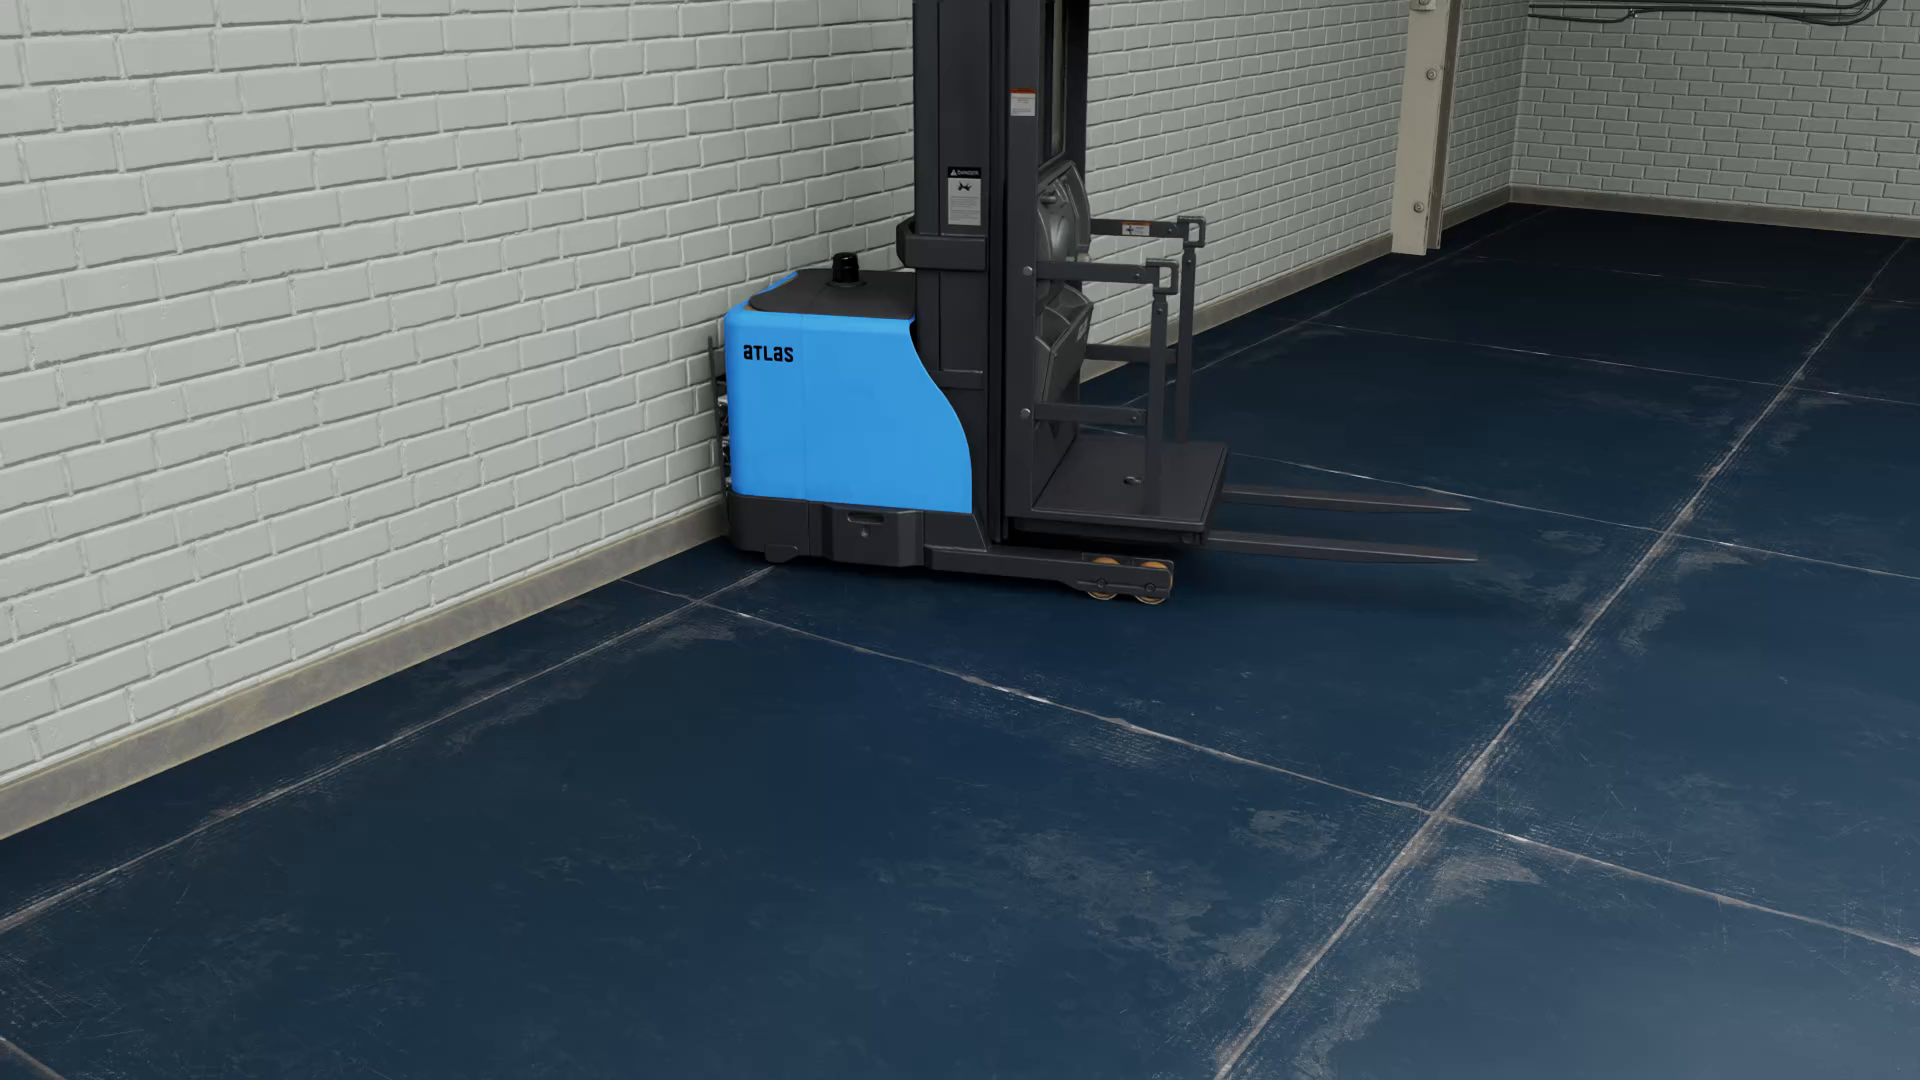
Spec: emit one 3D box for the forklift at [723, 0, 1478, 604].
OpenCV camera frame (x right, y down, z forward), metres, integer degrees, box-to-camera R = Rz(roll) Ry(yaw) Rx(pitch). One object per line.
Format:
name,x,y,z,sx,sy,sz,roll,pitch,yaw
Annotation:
forklift,0.606,-1.324,6.618,3.031,2.935,1.130,5,21,13

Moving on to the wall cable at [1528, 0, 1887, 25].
wall cable,6.503,-5.752,14.319,3.097,2.526,0.112,13,24,32

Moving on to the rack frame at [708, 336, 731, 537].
rack frame,-0.949,-0.416,7.102,0.240,0.900,0.006,11,23,36

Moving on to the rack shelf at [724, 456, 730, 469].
rack shelf,-0.882,-0.327,7.216,0.258,0.077,0.200,11,23,36

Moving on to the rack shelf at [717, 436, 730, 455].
rack shelf,-0.886,-0.412,7.188,0.258,0.077,0.200,11,23,36

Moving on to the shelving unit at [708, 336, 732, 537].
shelving unit,-0.888,-0.444,7.178,0.258,0.900,0.210,11,23,36

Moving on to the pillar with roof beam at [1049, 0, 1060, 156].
pillar with roof beam,3.941,-4.060,5.269,9.100,9.000,0.400,13,24,32

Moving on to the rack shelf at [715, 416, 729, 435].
rack shelf,-0.890,-0.498,7.160,0.258,0.077,0.200,11,23,36

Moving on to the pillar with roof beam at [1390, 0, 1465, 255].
pillar with roof beam,7.314,-5.781,9.923,9.100,9.000,0.400,13,24,32

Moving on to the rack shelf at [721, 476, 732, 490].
rack shelf,-0.877,-0.241,7.244,0.258,0.077,0.200,11,23,36

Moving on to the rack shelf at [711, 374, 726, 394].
rack shelf,-0.899,-0.668,7.104,0.258,0.077,0.200,11,23,36

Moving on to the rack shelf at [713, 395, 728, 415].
rack shelf,-0.895,-0.583,7.132,0.258,0.077,0.200,11,23,36
